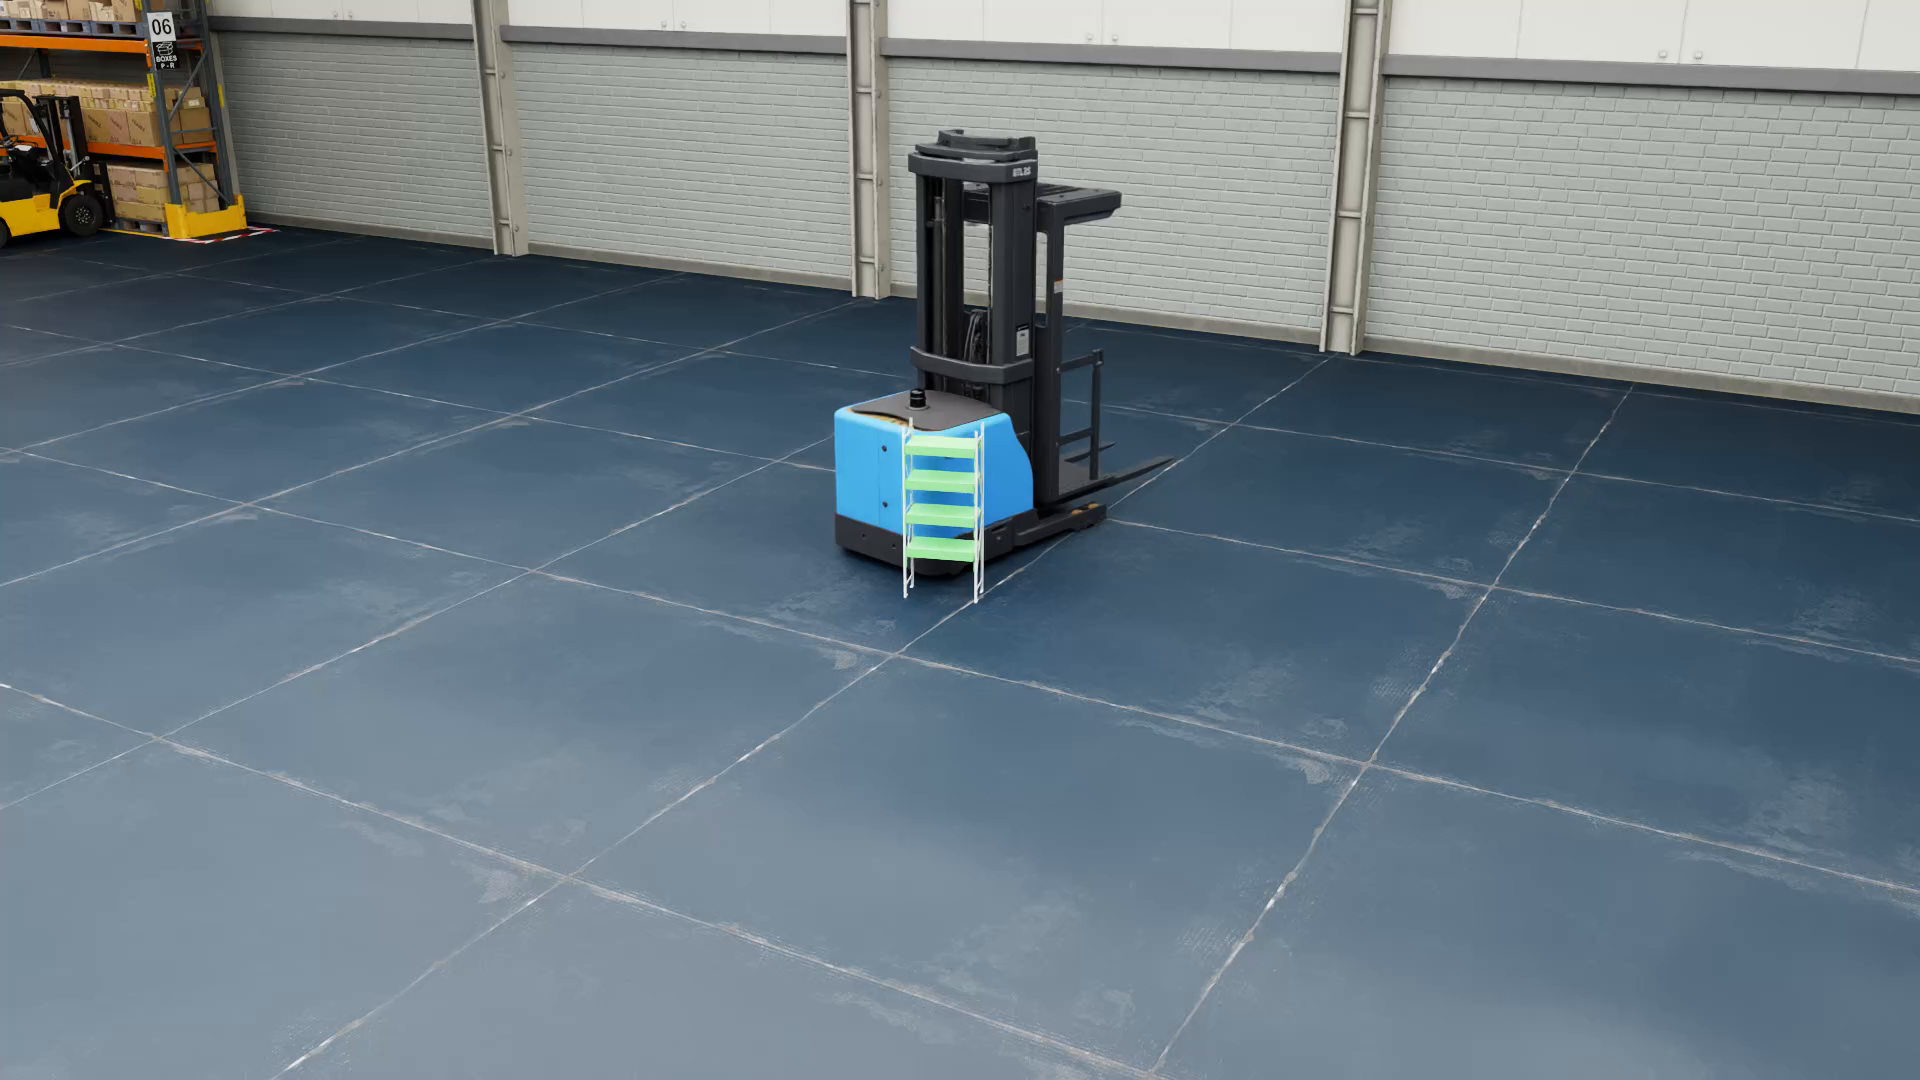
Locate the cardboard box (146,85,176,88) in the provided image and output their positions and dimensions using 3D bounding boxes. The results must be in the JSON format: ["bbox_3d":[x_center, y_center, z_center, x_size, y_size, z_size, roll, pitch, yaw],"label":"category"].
[{"bbox_3d":[-12.048,-6.782,25.129,0.250,0.149,0.380,11,23,28],"label":"cardboard box"}]

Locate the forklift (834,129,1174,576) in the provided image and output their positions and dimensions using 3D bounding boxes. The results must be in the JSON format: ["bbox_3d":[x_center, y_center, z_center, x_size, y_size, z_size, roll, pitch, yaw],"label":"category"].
[{"bbox_3d":[0.470,-1.547,12.332,1.130,2.935,3.031,18,27,40],"label":"forklift"}]

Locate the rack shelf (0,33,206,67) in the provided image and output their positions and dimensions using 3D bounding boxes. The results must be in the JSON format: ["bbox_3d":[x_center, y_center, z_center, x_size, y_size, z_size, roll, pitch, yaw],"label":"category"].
[{"bbox_3d":[-13.156,-7.482,25.249,4.000,0.370,1.077,11,23,27],"label":"rack shelf"}]

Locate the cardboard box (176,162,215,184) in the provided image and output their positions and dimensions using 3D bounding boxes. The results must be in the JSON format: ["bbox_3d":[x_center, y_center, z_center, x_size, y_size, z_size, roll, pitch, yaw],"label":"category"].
[{"bbox_3d":[-11.737,-5.589,25.323,0.500,0.250,0.500,10,22,26],"label":"cardboard box"}]

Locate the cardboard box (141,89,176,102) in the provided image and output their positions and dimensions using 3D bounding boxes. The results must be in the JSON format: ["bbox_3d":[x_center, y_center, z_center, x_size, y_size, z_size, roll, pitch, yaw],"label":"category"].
[{"bbox_3d":[-11.825,-6.566,24.534,0.250,0.149,0.380,11,23,27],"label":"cardboard box"}]

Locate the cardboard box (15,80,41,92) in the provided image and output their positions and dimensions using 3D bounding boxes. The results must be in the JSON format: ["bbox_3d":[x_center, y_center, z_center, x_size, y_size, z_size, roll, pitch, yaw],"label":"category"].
[{"bbox_3d":[-14.487,-7.082,25.955,0.250,0.149,0.380,11,23,28],"label":"cardboard box"}]

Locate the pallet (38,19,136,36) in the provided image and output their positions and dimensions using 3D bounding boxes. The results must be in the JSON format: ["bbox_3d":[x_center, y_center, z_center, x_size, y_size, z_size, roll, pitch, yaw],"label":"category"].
[{"bbox_3d":[-13.083,-7.774,25.128,1.213,0.211,1.003,11,23,27],"label":"pallet"}]

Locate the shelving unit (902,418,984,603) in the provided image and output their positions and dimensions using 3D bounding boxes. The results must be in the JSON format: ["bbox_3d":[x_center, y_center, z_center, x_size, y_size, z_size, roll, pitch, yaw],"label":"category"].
[{"bbox_3d":[-0.110,-0.196,11.146,0.503,1.200,0.258,4,20,11],"label":"shelving unit"}]

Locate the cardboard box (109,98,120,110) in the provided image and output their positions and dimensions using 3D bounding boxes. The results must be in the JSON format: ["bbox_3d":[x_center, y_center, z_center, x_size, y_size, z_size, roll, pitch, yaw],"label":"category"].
[{"bbox_3d":[-12.494,-6.543,24.907,0.250,0.149,0.380,11,22,27],"label":"cardboard box"}]

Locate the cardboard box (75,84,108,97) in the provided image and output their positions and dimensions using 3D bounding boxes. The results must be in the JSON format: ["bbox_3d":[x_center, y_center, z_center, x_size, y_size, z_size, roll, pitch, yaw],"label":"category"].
[{"bbox_3d":[-13.167,-6.820,25.232,0.250,0.149,0.380,11,23,28],"label":"cardboard box"}]

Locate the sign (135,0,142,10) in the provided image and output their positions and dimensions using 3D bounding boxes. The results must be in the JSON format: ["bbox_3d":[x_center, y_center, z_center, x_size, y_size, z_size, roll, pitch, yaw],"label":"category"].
[{"bbox_3d":[-11.686,-7.707,23.633,0.005,0.325,0.100,11,23,27],"label":"sign"}]

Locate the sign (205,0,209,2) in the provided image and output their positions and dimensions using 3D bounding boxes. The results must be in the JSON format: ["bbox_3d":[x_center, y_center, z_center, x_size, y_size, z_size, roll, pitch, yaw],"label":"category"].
[{"bbox_3d":[-11.134,-8.100,24.500,0.005,0.325,0.100,11,23,27],"label":"sign"}]

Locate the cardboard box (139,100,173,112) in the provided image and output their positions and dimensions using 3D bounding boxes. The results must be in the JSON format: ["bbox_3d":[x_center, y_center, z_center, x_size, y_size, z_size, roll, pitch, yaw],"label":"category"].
[{"bbox_3d":[-11.849,-6.404,24.522,0.250,0.149,0.380,11,23,28],"label":"cardboard box"}]

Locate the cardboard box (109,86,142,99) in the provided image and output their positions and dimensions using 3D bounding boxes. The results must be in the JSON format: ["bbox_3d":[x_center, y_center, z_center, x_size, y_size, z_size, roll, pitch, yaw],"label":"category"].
[{"bbox_3d":[-12.478,-6.697,24.894,0.250,0.149,0.380,11,23,28],"label":"cardboard box"}]

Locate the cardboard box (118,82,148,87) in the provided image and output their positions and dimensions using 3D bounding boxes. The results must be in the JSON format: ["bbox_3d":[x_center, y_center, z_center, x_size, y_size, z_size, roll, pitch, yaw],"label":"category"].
[{"bbox_3d":[-12.680,-6.937,25.556,0.250,0.149,0.380,10,22,26],"label":"cardboard box"}]

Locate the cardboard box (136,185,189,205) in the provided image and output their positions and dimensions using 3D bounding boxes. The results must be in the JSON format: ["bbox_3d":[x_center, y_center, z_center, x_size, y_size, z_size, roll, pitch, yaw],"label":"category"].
[{"bbox_3d":[-11.987,-5.205,25.000,0.500,0.250,0.500,10,22,27],"label":"cardboard box"}]

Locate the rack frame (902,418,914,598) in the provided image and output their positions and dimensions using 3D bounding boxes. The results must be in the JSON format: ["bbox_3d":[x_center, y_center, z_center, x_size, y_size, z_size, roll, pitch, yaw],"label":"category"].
[{"bbox_3d":[-0.349,-0.213,11.192,0.015,1.200,0.240,4,20,11],"label":"rack frame"}]

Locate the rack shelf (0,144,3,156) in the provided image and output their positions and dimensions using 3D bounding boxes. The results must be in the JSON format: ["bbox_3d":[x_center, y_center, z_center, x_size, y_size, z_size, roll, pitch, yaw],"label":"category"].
[{"bbox_3d":[-16.648,-6.737,27.594,4.000,0.370,1.077,11,23,27],"label":"rack shelf"}]

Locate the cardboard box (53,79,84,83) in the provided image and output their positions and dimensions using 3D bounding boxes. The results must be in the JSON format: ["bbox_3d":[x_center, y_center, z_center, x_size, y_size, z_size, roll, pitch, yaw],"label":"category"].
[{"bbox_3d":[-14.039,-7.177,26.219,0.250,0.149,0.380,11,22,27],"label":"cardboard box"}]

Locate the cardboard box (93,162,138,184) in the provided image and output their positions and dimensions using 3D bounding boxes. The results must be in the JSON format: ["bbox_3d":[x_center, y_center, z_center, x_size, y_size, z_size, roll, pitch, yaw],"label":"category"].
[{"bbox_3d":[-12.858,-5.600,25.355,0.500,0.250,0.500,11,23,28],"label":"cardboard box"}]

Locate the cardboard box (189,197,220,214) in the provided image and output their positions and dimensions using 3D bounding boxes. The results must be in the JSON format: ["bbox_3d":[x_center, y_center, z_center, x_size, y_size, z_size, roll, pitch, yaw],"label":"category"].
[{"bbox_3d":[-11.743,-5.122,25.504,0.500,0.250,0.500,11,23,28],"label":"cardboard box"}]

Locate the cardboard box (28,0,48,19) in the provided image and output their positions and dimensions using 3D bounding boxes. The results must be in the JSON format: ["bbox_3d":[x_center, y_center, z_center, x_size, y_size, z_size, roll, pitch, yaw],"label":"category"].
[{"bbox_3d":[-13.754,-7.997,25.048,0.258,0.266,0.396,10,22,26],"label":"cardboard box"}]

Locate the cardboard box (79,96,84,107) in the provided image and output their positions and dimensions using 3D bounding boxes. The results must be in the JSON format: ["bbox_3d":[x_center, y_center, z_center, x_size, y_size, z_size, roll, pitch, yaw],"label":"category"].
[{"bbox_3d":[-13.155,-6.678,25.279,0.250,0.149,0.380,11,22,27],"label":"cardboard box"}]

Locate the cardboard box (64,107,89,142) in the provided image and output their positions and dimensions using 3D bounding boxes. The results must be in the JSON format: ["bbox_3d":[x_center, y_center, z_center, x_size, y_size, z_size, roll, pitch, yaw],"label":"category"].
[{"bbox_3d":[-13.308,-6.383,25.416,0.500,0.500,0.500,11,23,28],"label":"cardboard box"}]

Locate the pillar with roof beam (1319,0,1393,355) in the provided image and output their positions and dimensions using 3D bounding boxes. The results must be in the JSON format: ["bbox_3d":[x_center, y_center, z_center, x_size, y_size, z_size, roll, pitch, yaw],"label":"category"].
[{"bbox_3d":[2.037,-5.007,12.972,0.400,9.000,9.100,11,23,27],"label":"pillar with roof beam"}]

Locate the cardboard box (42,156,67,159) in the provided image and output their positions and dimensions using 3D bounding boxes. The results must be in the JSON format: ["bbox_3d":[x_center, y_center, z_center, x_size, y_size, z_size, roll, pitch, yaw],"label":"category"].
[{"bbox_3d":[-14.191,-5.856,26.059,0.500,0.250,0.500,11,23,27],"label":"cardboard box"}]

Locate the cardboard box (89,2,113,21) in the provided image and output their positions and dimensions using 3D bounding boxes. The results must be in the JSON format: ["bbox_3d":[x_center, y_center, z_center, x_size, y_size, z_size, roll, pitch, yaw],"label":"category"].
[{"bbox_3d":[-12.503,-7.758,24.391,0.258,0.266,0.396,11,23,27],"label":"cardboard box"}]

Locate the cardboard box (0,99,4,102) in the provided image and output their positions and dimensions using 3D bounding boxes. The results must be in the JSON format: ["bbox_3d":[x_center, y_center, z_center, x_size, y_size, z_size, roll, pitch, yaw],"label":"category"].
[{"bbox_3d":[-15.455,-6.913,26.510,0.500,0.250,0.500,10,22,26],"label":"cardboard box"}]

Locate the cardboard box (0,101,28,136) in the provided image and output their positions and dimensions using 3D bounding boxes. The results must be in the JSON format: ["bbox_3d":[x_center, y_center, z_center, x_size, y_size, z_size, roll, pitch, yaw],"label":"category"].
[{"bbox_3d":[-14.642,-6.638,26.120,0.500,0.500,0.500,10,22,26],"label":"cardboard box"}]

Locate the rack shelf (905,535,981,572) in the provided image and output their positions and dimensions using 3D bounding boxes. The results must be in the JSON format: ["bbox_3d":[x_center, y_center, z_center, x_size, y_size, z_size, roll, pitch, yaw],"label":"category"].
[{"bbox_3d":[-0.110,0.090,11.249,0.480,0.148,0.258,4,20,11],"label":"rack shelf"}]

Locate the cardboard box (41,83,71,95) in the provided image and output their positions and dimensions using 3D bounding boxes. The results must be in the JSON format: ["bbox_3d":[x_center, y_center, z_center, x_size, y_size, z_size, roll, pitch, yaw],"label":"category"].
[{"bbox_3d":[-13.854,-6.928,25.532,0.250,0.149,0.380,10,22,26],"label":"cardboard box"}]

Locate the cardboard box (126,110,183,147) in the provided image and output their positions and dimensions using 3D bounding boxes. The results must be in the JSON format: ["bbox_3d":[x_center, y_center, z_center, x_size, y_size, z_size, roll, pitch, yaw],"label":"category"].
[{"bbox_3d":[-11.967,-6.128,24.714,0.500,0.500,0.500,10,22,26],"label":"cardboard box"}]

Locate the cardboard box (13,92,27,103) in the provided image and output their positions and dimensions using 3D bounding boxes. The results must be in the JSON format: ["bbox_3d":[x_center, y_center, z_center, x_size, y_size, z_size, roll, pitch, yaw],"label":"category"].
[{"bbox_3d":[-14.525,-6.921,25.948,0.250,0.149,0.380,11,23,29],"label":"cardboard box"}]

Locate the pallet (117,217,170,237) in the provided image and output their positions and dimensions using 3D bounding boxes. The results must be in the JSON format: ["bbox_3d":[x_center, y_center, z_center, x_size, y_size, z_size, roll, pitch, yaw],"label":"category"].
[{"bbox_3d":[-12.098,-4.882,25.513,1.213,0.211,1.003,11,23,27],"label":"pallet"}]

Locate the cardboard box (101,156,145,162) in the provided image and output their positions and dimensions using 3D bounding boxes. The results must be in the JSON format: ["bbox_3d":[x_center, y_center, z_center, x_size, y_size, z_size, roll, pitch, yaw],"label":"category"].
[{"bbox_3d":[-13.050,-5.844,26.028,0.500,0.250,0.500,10,22,26],"label":"cardboard box"}]

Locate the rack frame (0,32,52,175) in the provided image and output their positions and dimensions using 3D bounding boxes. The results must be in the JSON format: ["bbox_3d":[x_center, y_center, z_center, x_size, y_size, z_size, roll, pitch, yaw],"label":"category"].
[{"bbox_3d":[-14.902,-6.743,26.555,0.127,3.000,1.000,11,23,27],"label":"rack frame"}]

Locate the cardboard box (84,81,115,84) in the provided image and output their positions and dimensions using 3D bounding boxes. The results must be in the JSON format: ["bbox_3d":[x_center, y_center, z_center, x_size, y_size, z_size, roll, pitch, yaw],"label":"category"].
[{"bbox_3d":[-13.373,-7.049,25.864,0.250,0.149,0.380,11,22,27],"label":"cardboard box"}]

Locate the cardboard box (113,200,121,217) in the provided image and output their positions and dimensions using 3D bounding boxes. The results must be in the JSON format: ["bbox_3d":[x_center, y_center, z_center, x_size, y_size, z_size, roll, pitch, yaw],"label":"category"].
[{"bbox_3d":[-12.836,-5.138,25.547,0.500,0.250,0.500,11,23,28],"label":"cardboard box"}]
